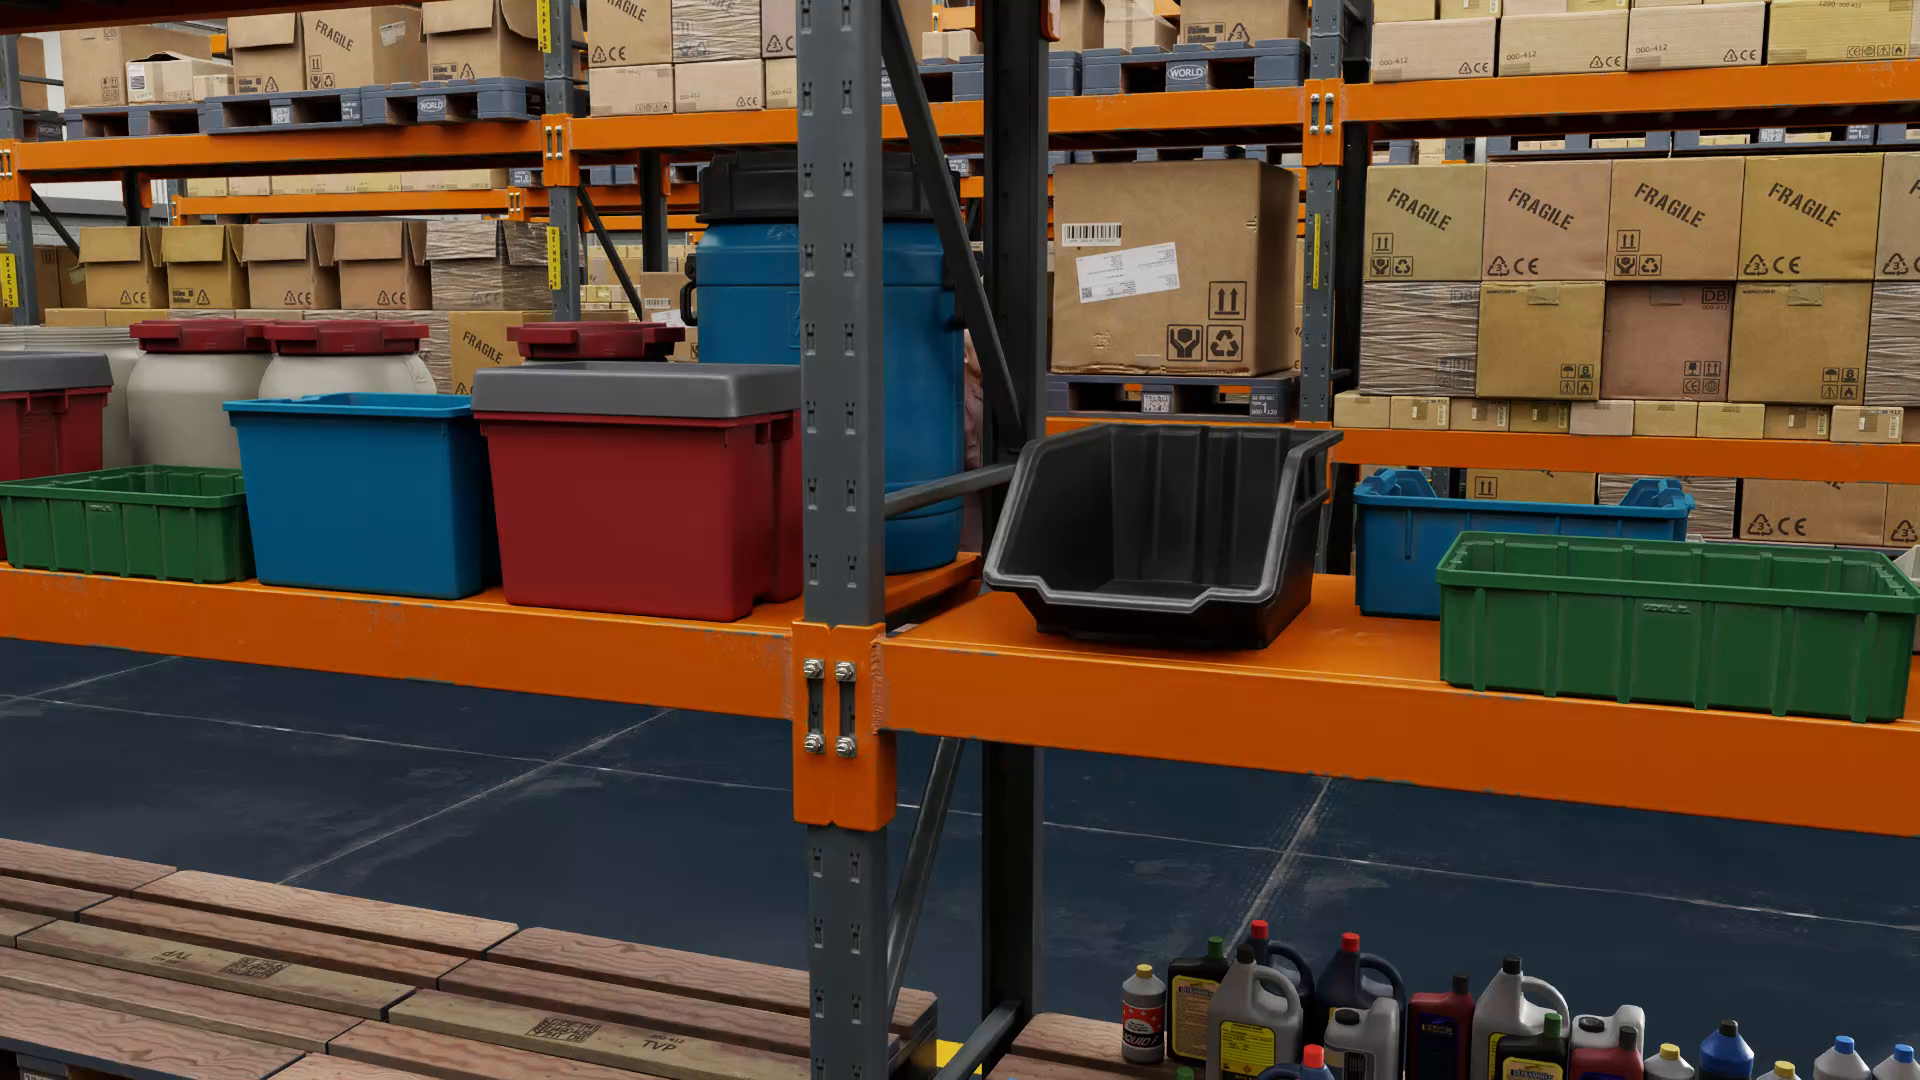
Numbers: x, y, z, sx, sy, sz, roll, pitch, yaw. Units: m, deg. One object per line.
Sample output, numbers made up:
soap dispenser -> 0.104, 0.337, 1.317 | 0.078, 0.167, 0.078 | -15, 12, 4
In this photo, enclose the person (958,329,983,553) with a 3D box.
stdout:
person -> 0.168, -0.049, 7.232 | 0.543, 1.778, 0.526 | 3, 9, 21
